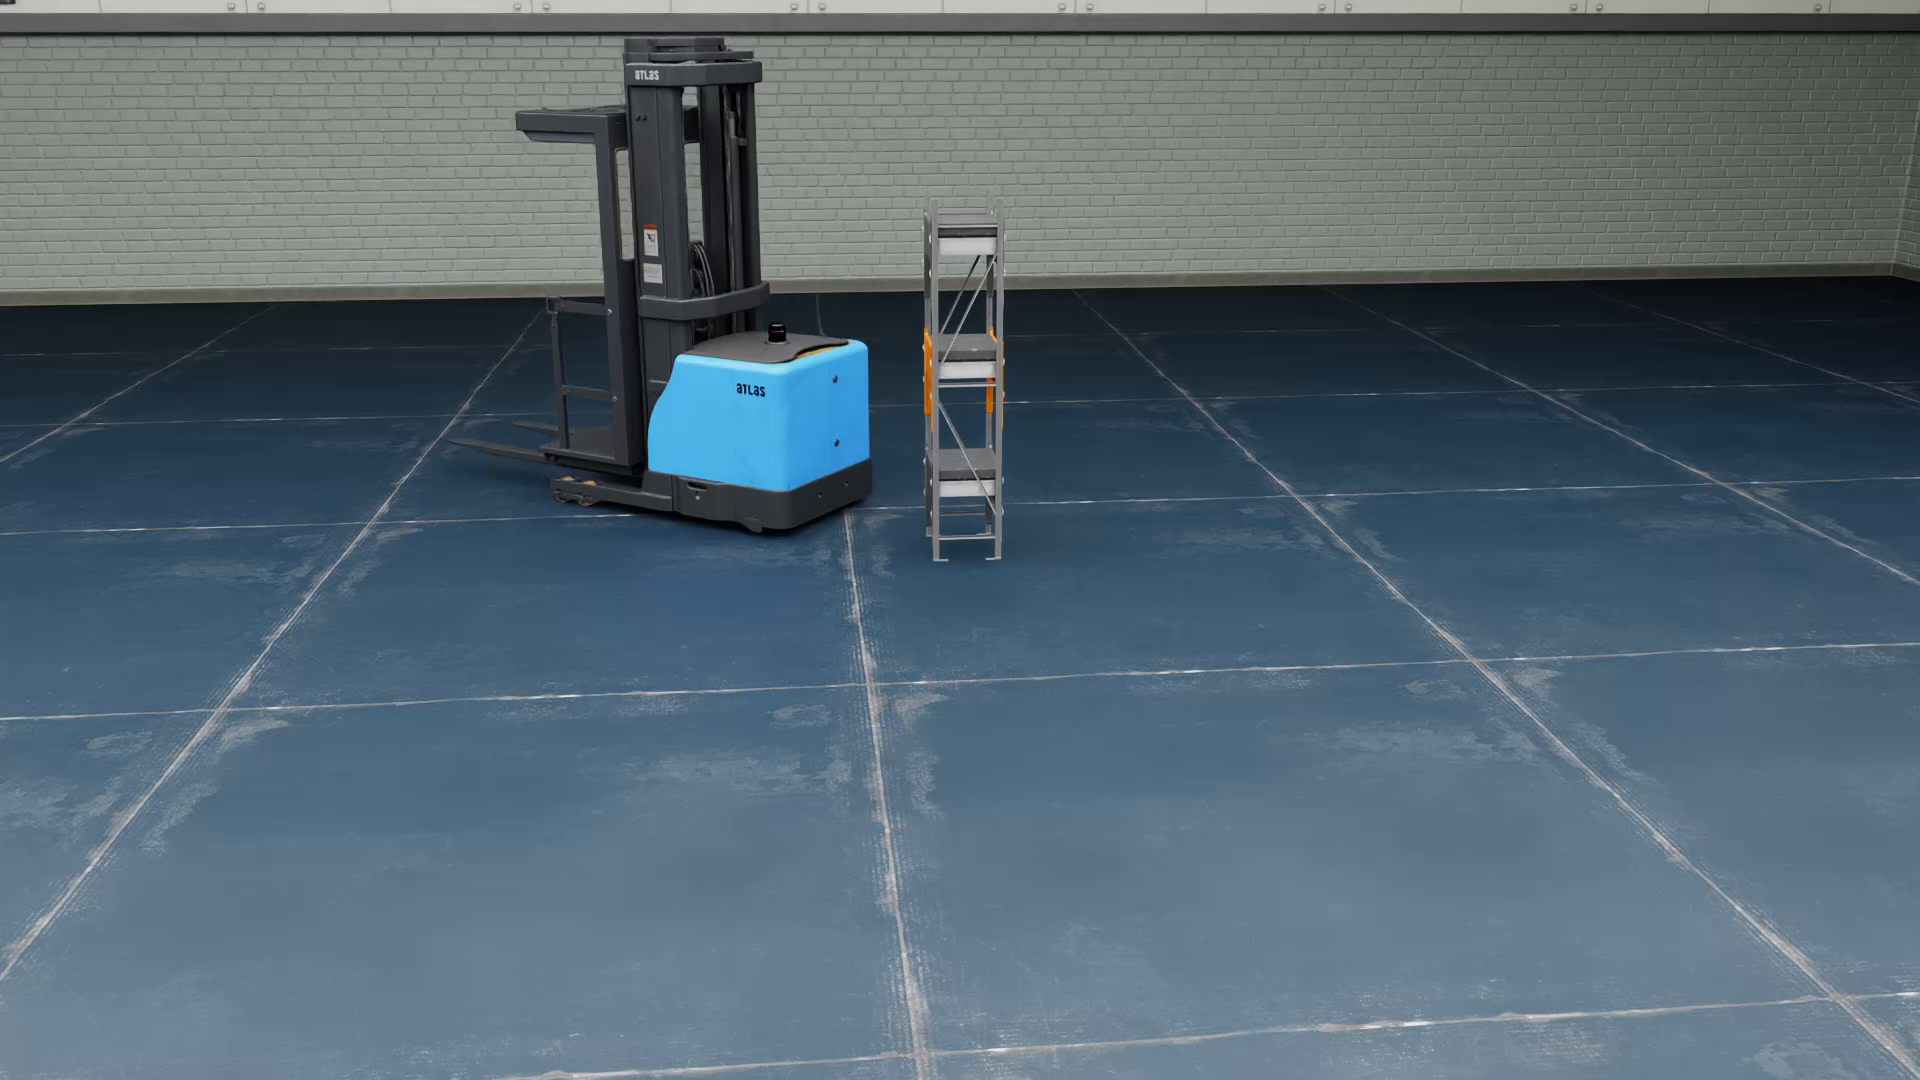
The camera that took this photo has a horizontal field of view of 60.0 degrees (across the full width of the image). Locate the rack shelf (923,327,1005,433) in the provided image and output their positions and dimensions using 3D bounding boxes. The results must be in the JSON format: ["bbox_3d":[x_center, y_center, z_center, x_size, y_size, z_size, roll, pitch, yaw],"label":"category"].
[{"bbox_3d":[0.017,-0.939,9.710,0.431,0.518,0.480,-2,18,-6],"label":"rack shelf"}]

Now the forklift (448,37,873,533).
[{"bbox_3d":[-2.111,-1.744,10.839,3.031,2.935,1.130,10,20,28],"label":"forklift"}]

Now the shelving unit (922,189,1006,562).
[{"bbox_3d":[0.017,-0.952,9.705,0.431,2.100,0.503,-2,18,-6],"label":"shelving unit"}]

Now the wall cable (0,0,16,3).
[{"bbox_3d":[-9.132,-8.546,16.697,2.305,6.003,0.169,-2,18,-6],"label":"wall cable"}]

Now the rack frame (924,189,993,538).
[{"bbox_3d":[-0.008,-1.025,9.937,0.400,2.100,0.015,-2,18,-6],"label":"rack frame"}]

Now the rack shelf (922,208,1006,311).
[{"bbox_3d":[0.017,-1.607,9.500,0.431,0.518,0.480,-2,18,-6],"label":"rack shelf"}]

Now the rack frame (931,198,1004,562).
[{"bbox_3d":[0.042,-0.880,9.474,0.400,2.100,0.015,-2,18,-6],"label":"rack frame"}]

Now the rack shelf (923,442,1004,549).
[{"bbox_3d":[0.017,-0.272,9.919,0.431,0.518,0.480,-2,18,-6],"label":"rack shelf"}]
